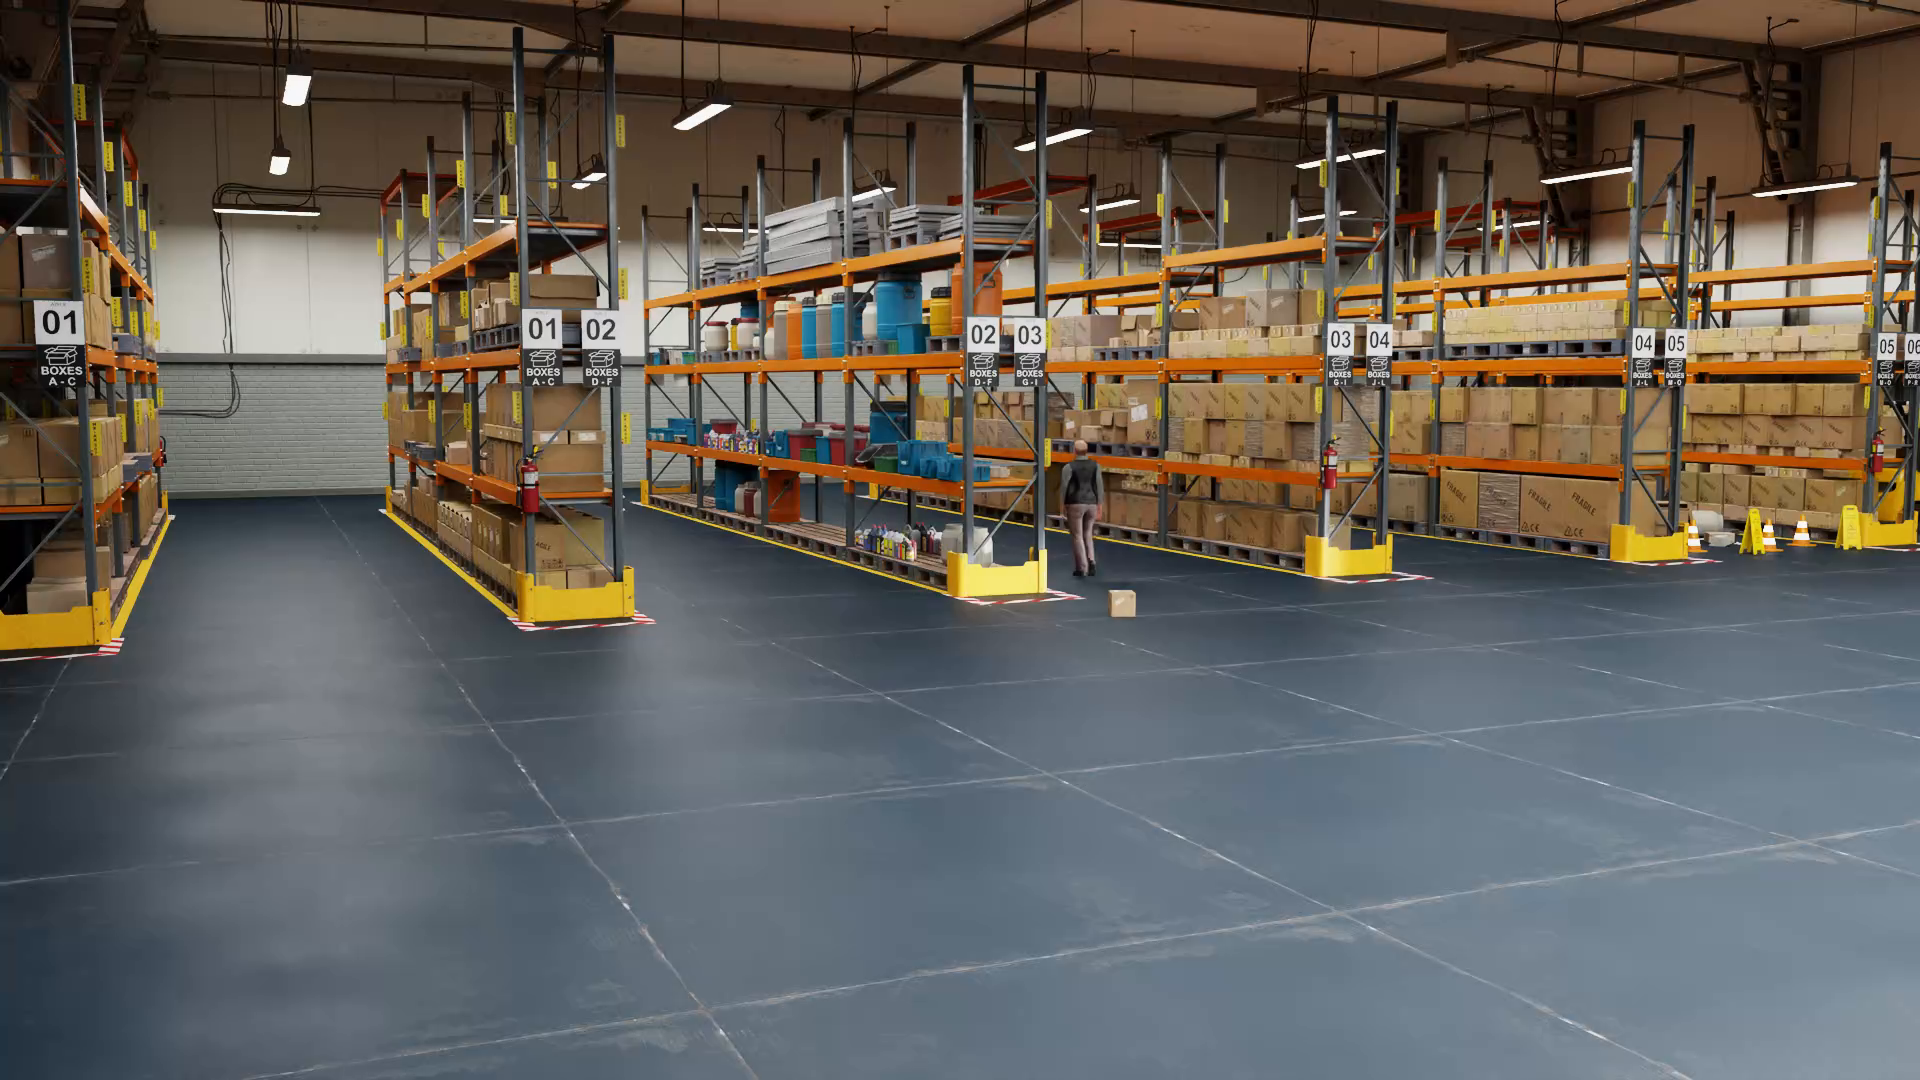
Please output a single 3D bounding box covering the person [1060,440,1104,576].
[{"bbox_3d":[1.525,-0.385,20.976,0.540,1.756,0.505,-2,6,-22],"label":"person"}]
